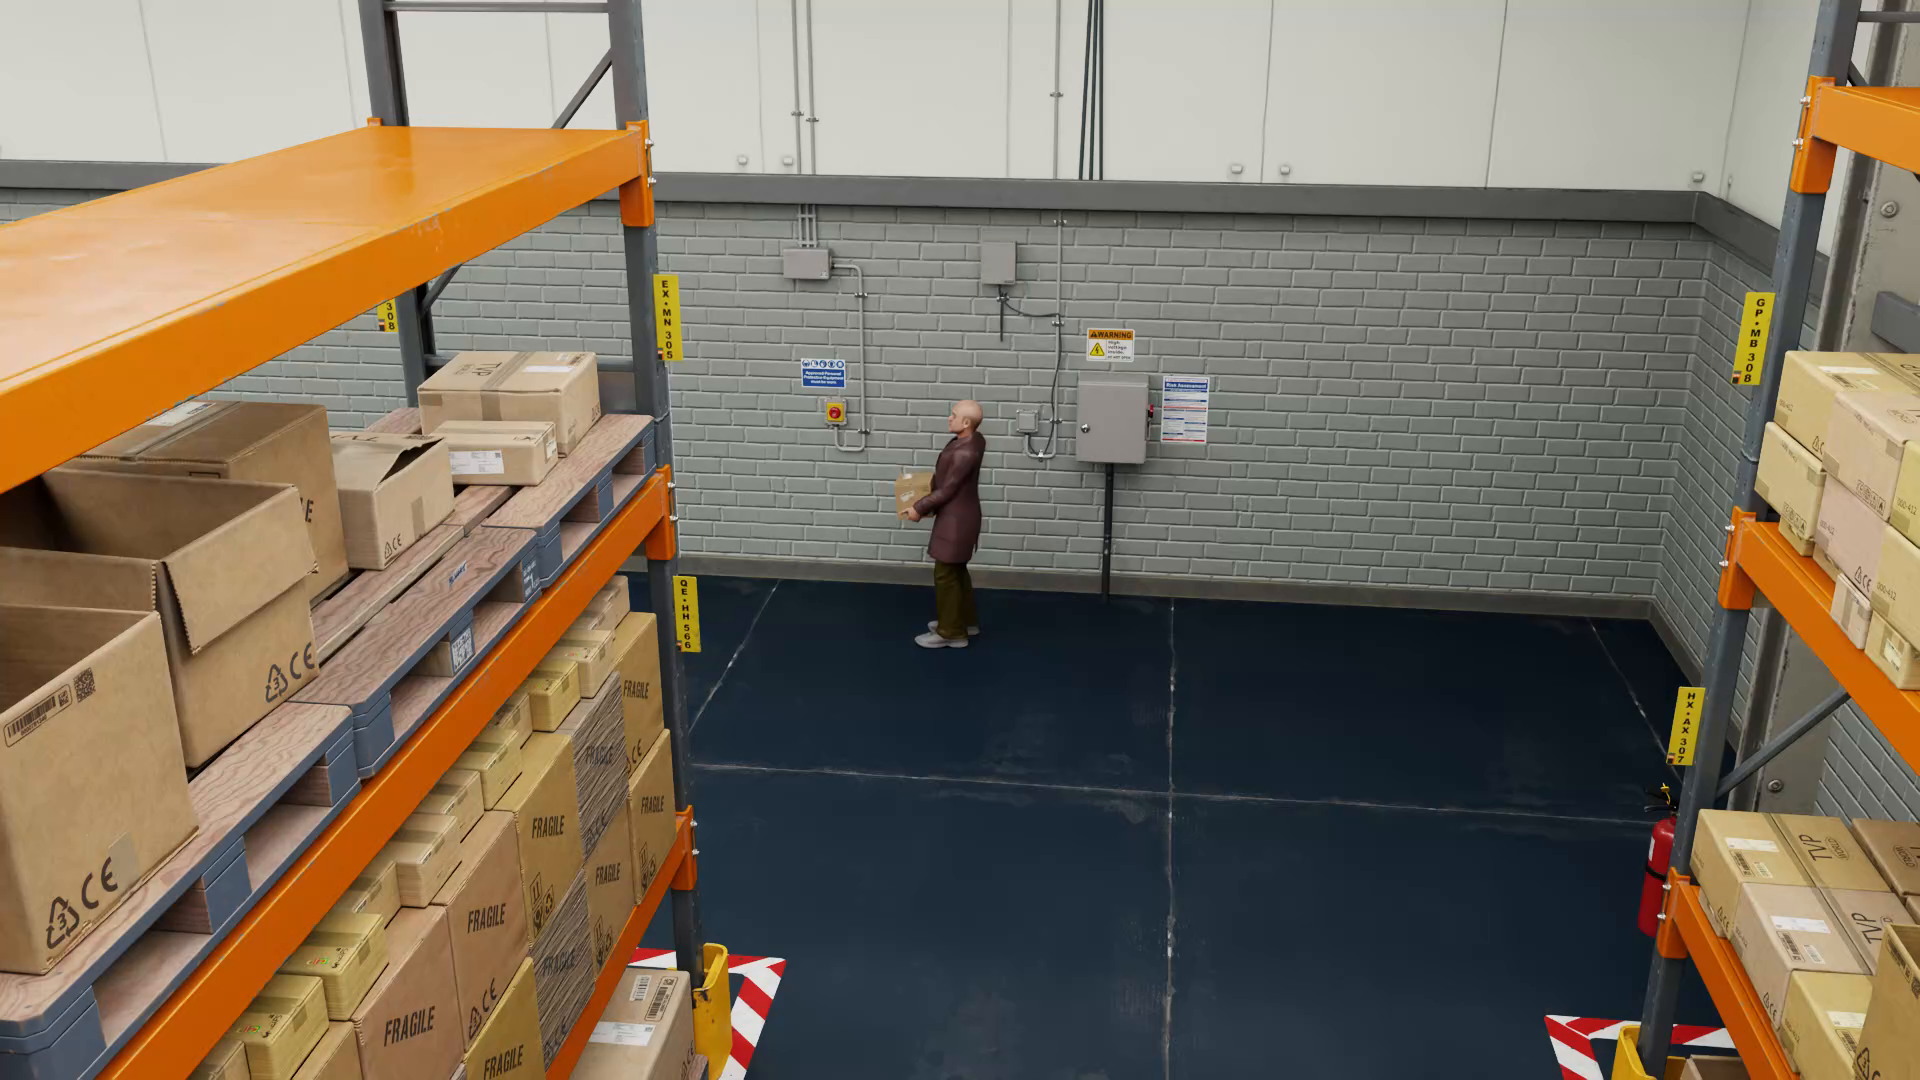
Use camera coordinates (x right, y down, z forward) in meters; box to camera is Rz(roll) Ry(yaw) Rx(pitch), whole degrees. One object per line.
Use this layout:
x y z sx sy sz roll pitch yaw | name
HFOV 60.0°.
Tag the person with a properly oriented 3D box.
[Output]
-0.120 -0.121 11.427 0.563 1.769 0.529 3 21 7 | person
